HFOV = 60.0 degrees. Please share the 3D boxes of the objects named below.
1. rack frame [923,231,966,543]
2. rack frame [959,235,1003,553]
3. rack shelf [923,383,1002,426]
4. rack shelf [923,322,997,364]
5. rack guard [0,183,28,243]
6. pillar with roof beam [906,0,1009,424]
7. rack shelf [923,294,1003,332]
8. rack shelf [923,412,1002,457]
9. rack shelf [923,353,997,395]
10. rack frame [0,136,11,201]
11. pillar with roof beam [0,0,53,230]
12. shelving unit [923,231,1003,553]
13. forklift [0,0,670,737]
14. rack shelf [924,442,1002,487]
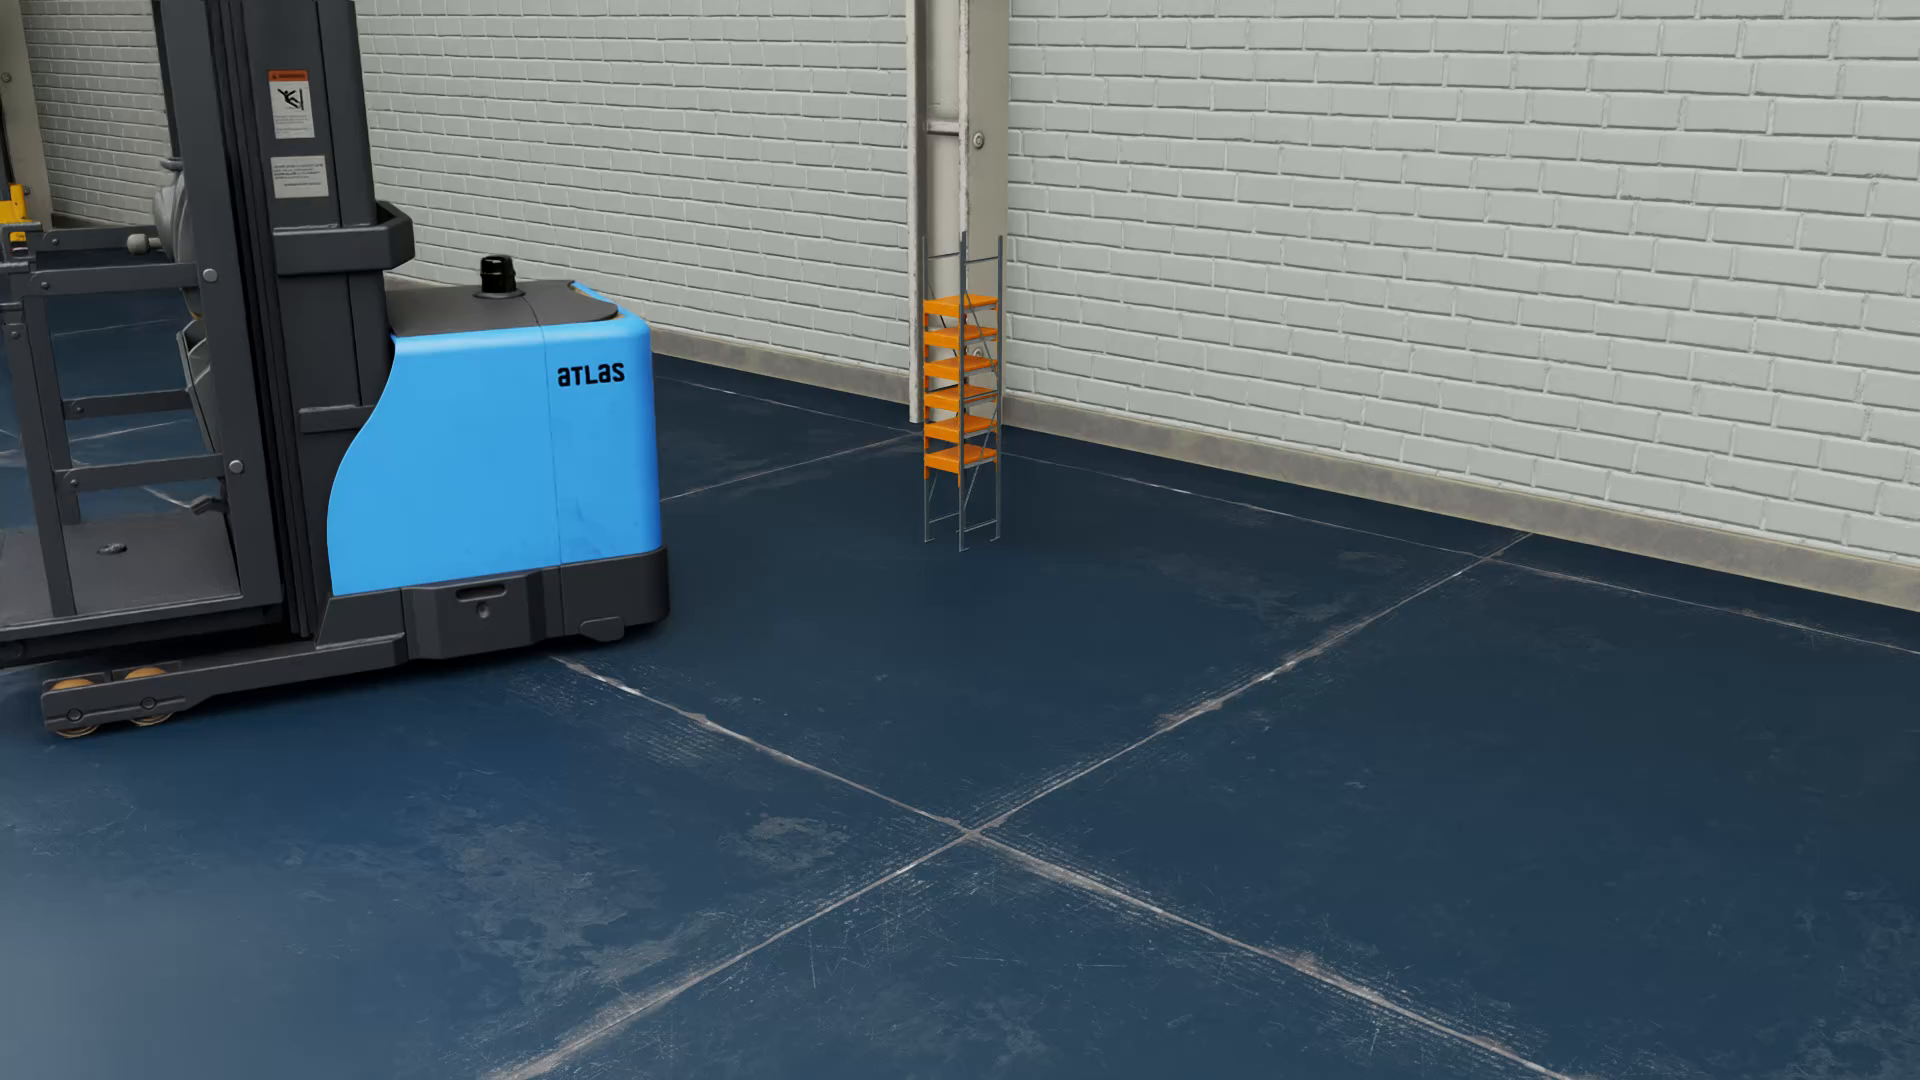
[{"bbox_3d":[-0.058,-0.587,6.479,0.006,1.200,0.240,15,23,39],"label":"rack frame"},{"bbox_3d":[0.079,-0.551,6.363,0.006,1.200,0.240,15,23,39],"label":"rack frame"},{"bbox_3d":[0.011,-0.527,6.434,0.180,0.103,0.258,15,23,39],"label":"rack shelf"},{"bbox_3d":[0.011,-0.755,6.362,0.180,0.103,0.258,15,23,39],"label":"rack shelf"},{"bbox_3d":[-9.047,-2.902,14.931,0.348,0.500,1.175,15,23,39],"label":"rack guard"},{"bbox_3d":[-2.870,-3.918,4.082,0.400,9.000,9.100,15,23,39],"label":"pillar with roof beam"},{"bbox_3d":[0.011,-0.870,6.326,0.180,0.103,0.258,15,23,39],"label":"rack shelf"},{"bbox_3d":[0.011,-0.412,6.471,0.180,0.103,0.258,15,23,39],"label":"rack shelf"},{"bbox_3d":[0.011,-0.641,6.398,0.180,0.103,0.258,15,23,39],"label":"rack shelf"},{"bbox_3d":[-9.065,-4.099,14.568,0.127,3.000,1.000,15,23,39],"label":"rack frame"},{"bbox_3d":[-11.845,-6.328,11.674,0.400,9.000,9.100,15,23,39],"label":"pillar with roof beam"},{"bbox_3d":[0.011,-0.569,6.421,0.189,1.200,0.258,15,23,39],"label":"shelving unit"},{"bbox_3d":[-2.531,-1.008,4.943,3.031,2.935,1.130,-8,19,-25],"label":"forklift"},{"bbox_3d":[0.011,-0.298,6.507,0.180,0.103,0.258,15,23,39],"label":"rack shelf"}]
